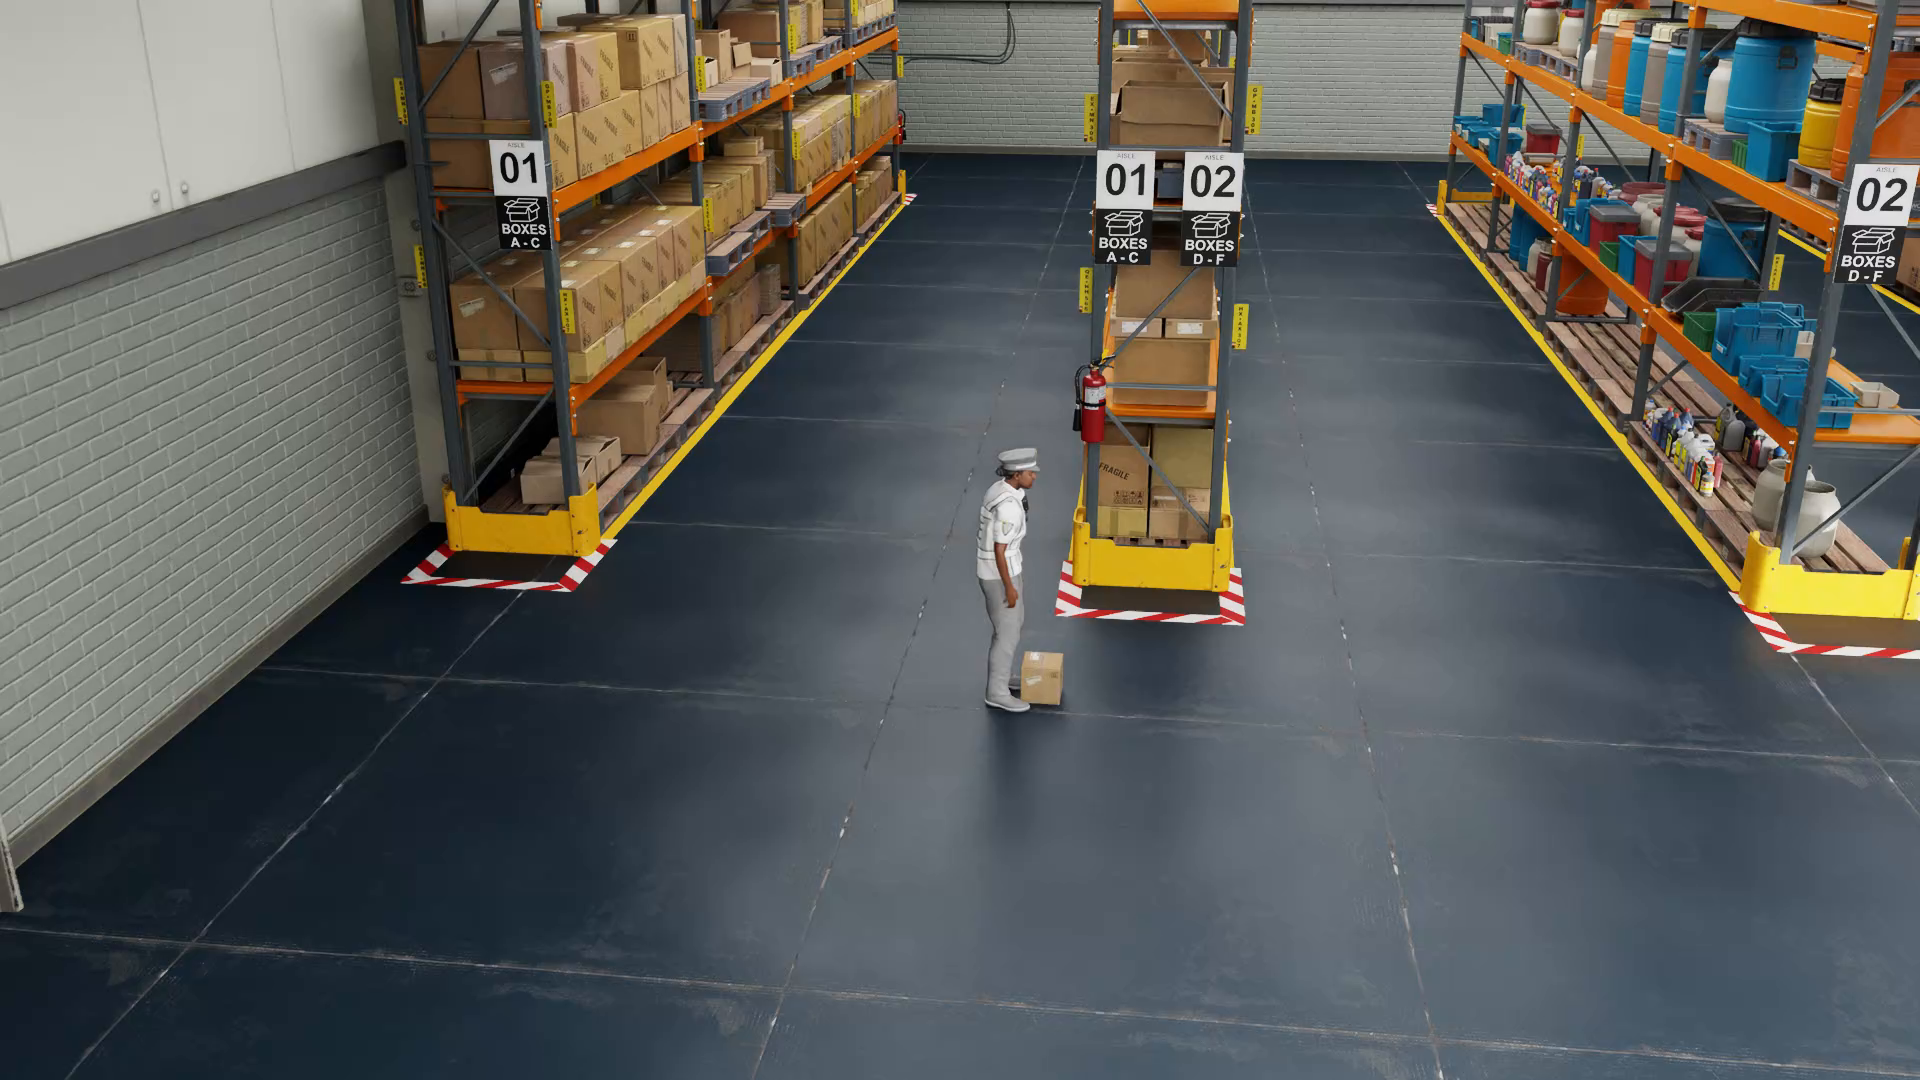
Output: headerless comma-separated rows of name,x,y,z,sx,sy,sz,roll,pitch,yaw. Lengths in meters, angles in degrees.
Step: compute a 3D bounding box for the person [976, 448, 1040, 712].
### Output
person,0.295,0.230,10.501,0.395,1.654,0.532,1,21,3
